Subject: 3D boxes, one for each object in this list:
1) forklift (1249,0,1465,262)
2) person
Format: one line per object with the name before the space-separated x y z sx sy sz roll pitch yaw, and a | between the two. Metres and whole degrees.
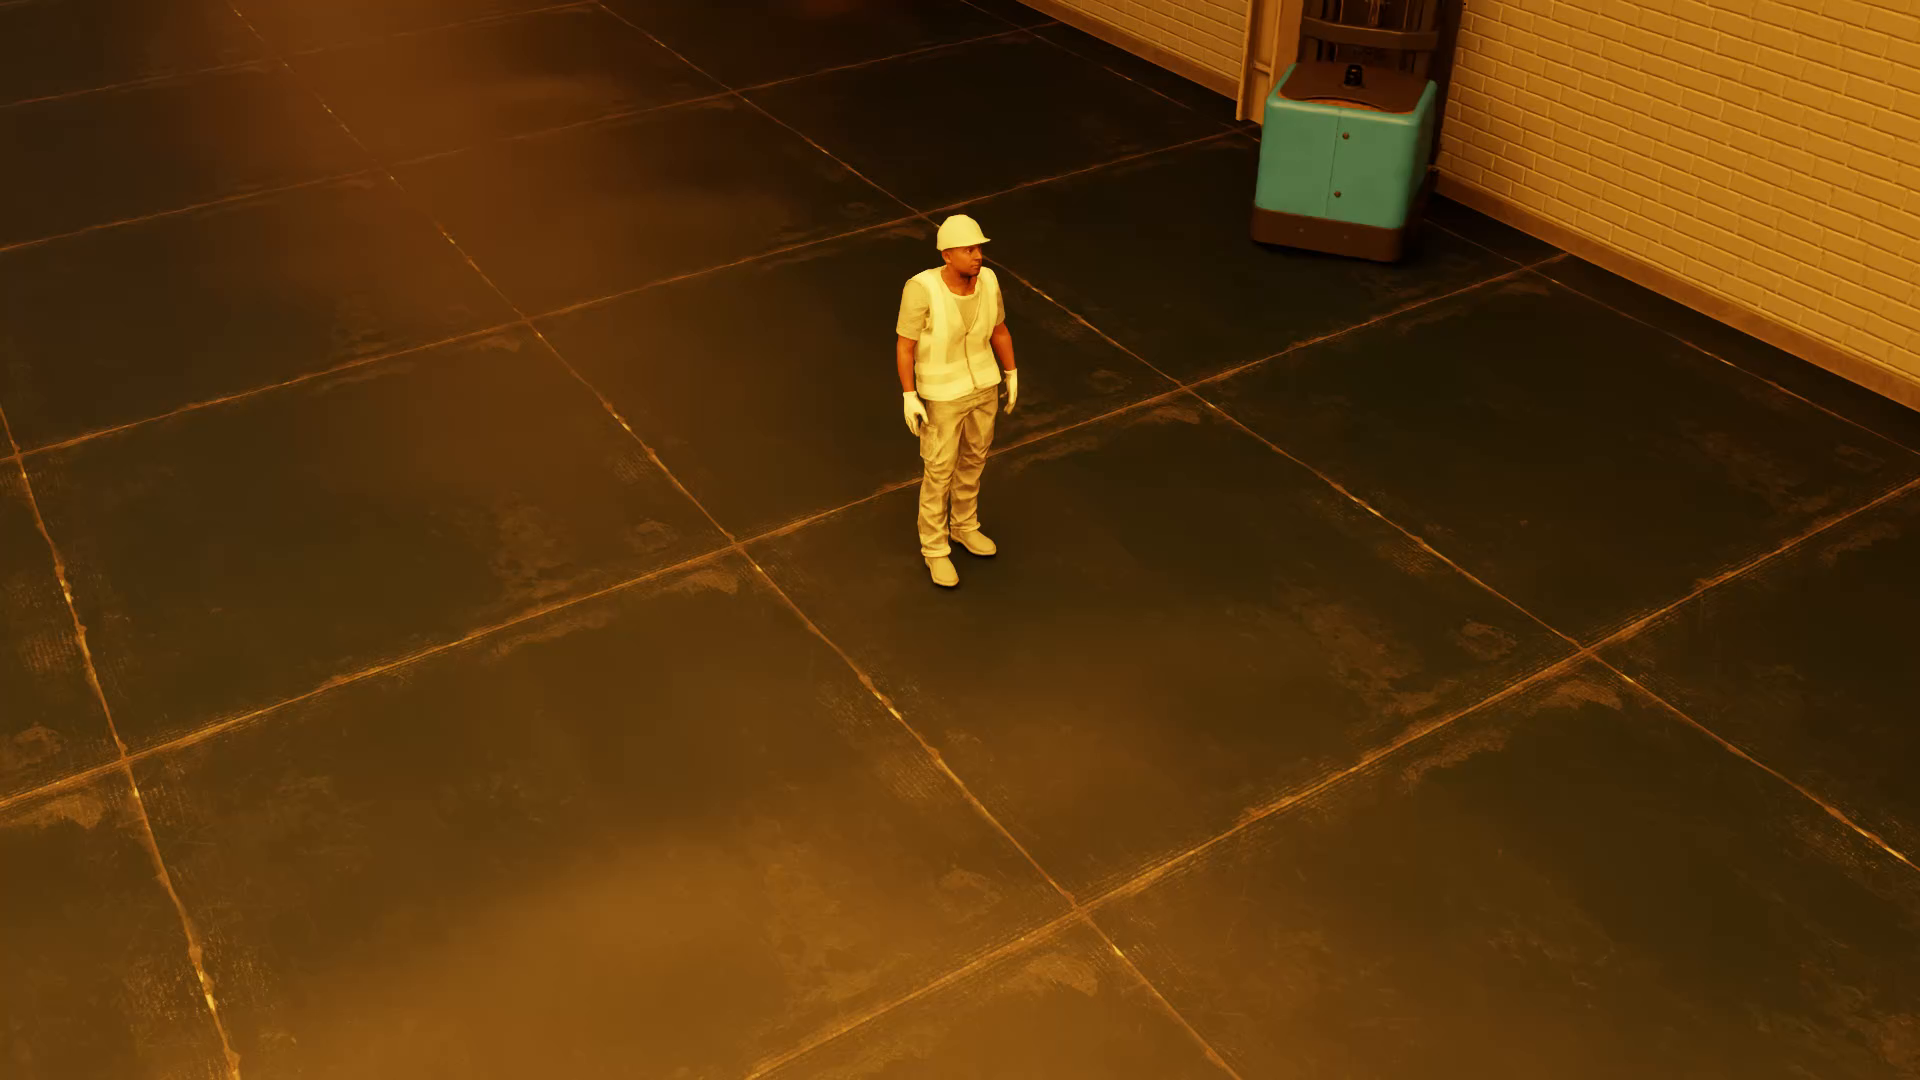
forklift | 3.034 -3.920 11.726 1.130 2.935 3.031 13 37 18
person | 0.031 -0.698 8.127 0.656 1.782 0.577 -21 40 -27
